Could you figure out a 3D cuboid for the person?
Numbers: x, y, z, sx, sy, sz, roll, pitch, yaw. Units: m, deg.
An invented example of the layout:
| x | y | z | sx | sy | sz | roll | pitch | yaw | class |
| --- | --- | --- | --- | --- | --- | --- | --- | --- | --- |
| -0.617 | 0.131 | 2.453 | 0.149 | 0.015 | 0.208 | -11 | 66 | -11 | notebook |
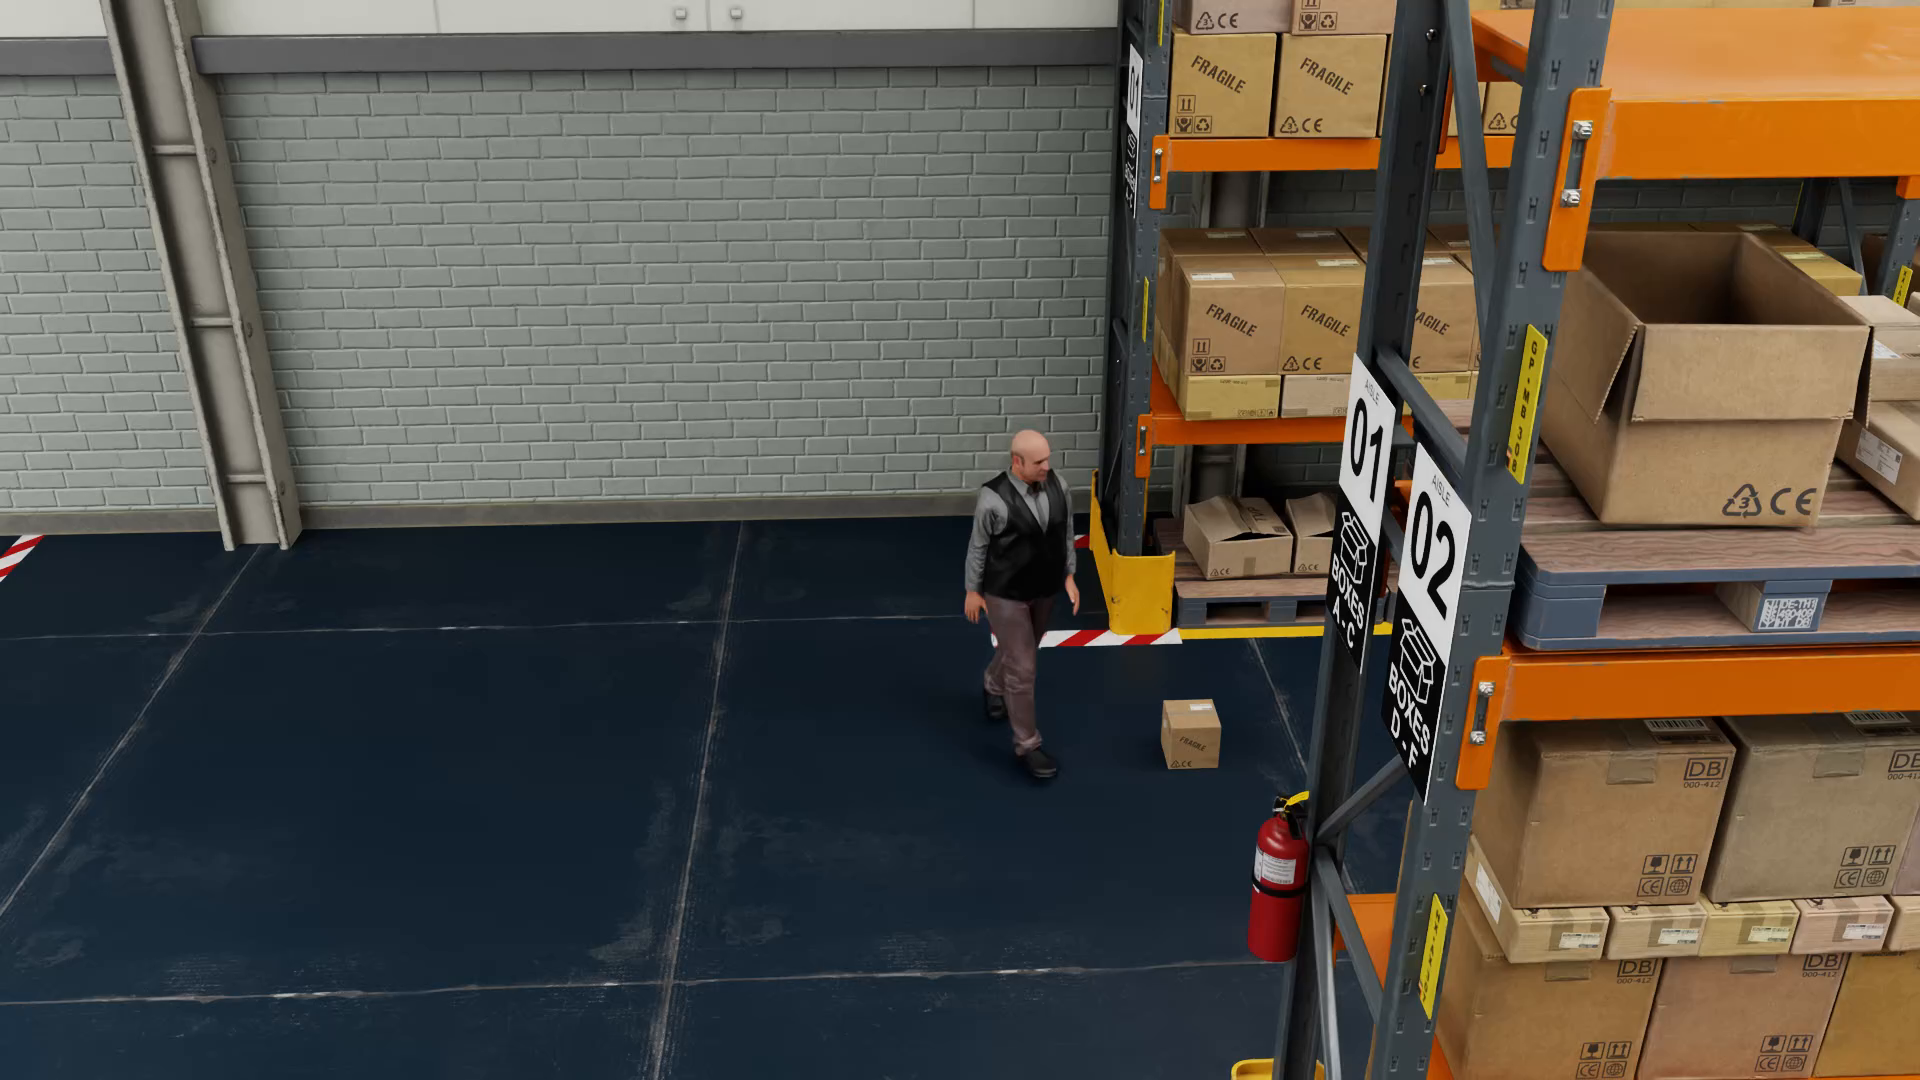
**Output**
| x | y | z | sx | sy | sz | roll | pitch | yaw | class |
| --- | --- | --- | --- | --- | --- | --- | --- | --- | --- |
| 0.342 | 0.256 | 8.158 | 0.573 | 1.694 | 0.855 | -18 | 33 | -31 | person |
